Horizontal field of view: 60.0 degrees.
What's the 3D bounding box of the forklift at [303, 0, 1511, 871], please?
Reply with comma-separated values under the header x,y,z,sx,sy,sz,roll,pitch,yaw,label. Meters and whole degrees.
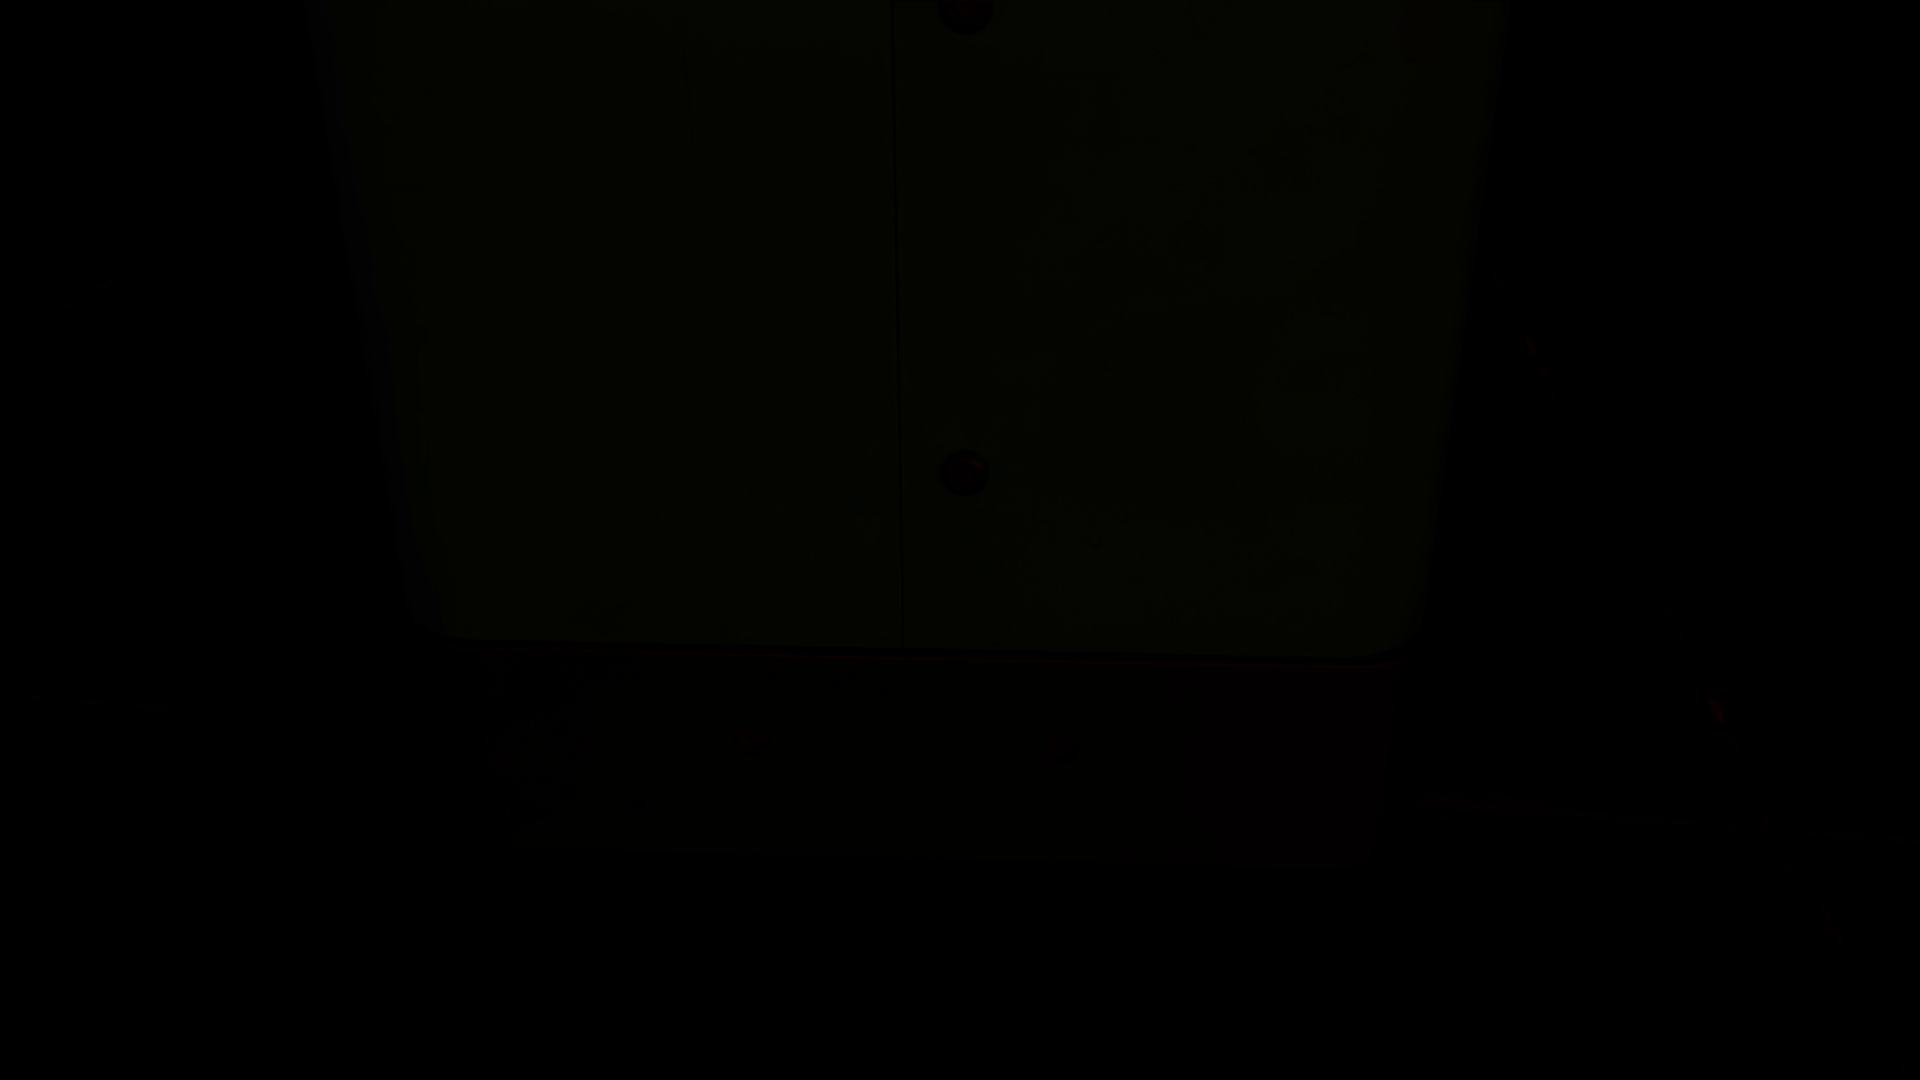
x,y,z,sx,sy,sz,roll,pitch,yaw,label
0.009,-1.597,2.419,1.130,2.935,3.031,1,27,2,forklift
